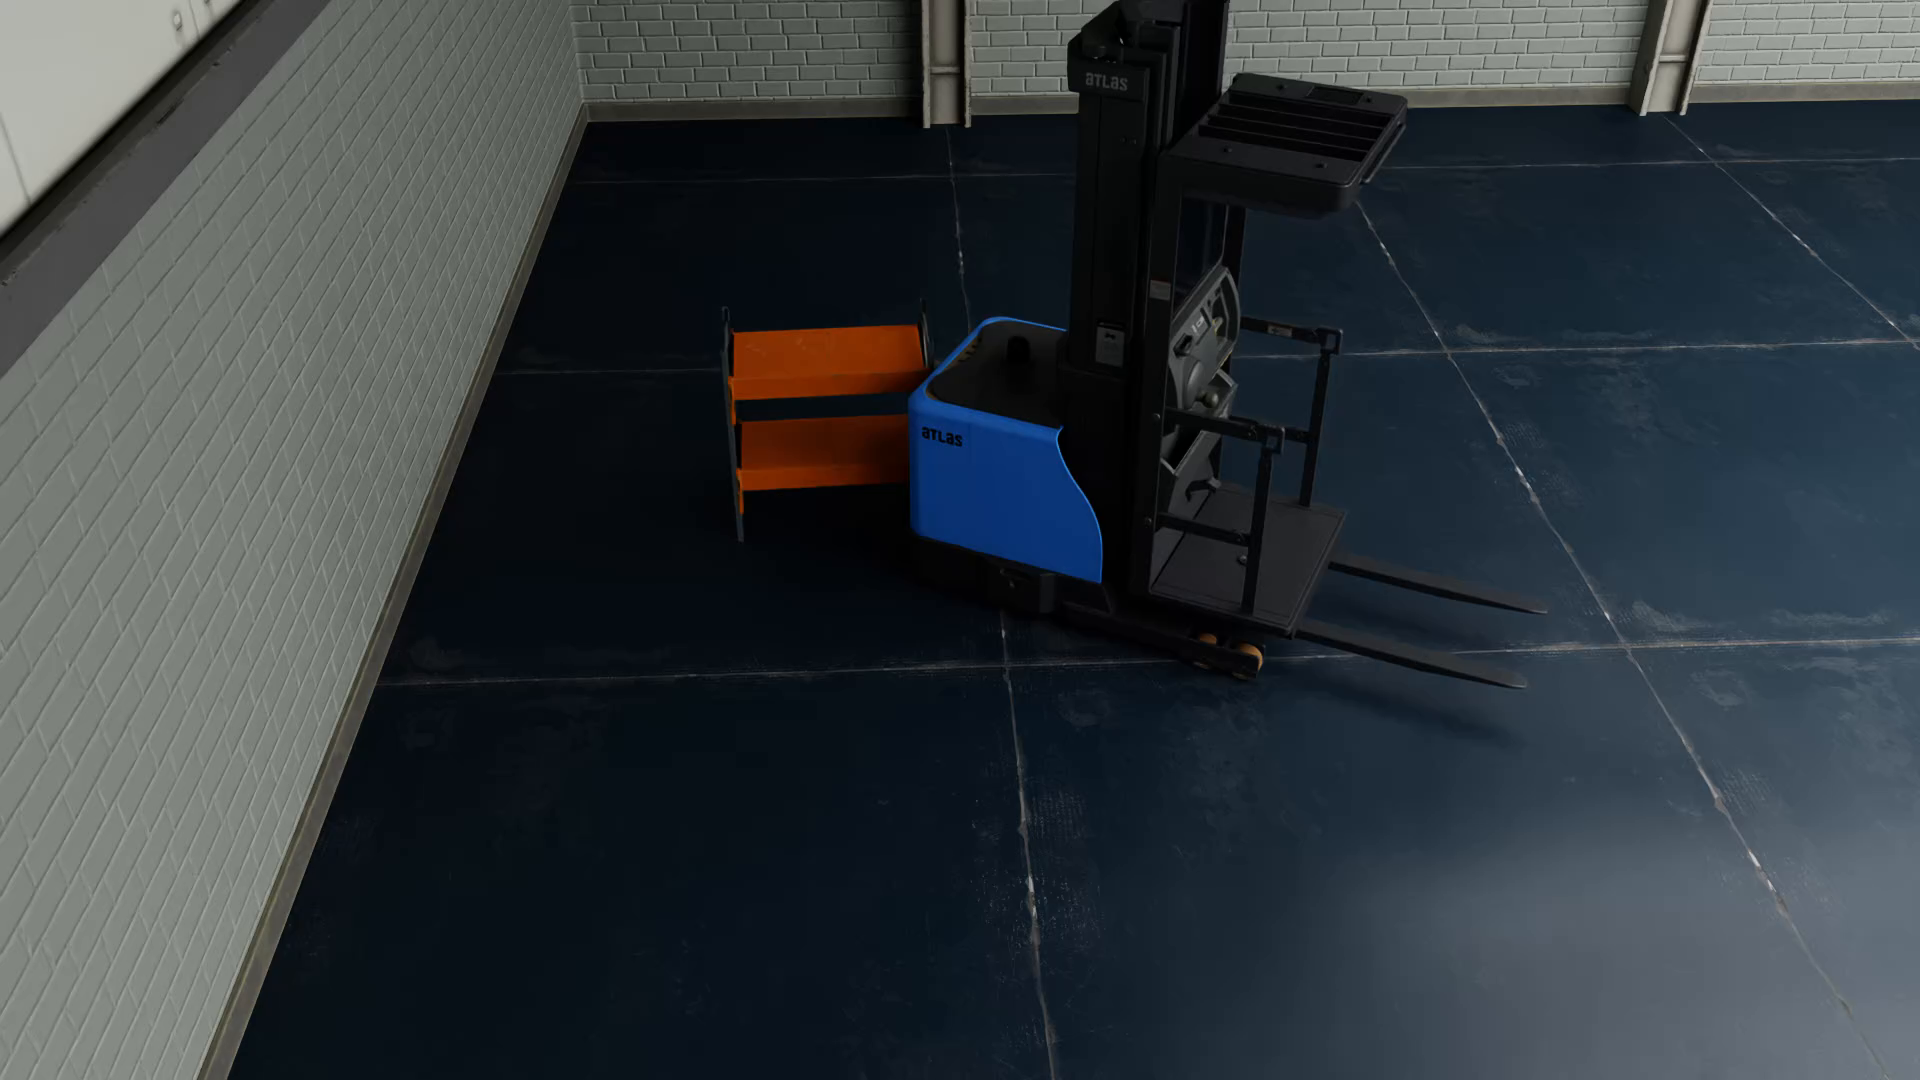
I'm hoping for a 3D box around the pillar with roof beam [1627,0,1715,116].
[{"bbox_3d":[6.082,-4.899,7.957,0.400,9.000,9.100,-2,35,-2],"label":"pillar with roof beam"}]

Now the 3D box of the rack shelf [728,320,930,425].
[{"bbox_3d":[-0.675,-0.864,8.532,1.000,0.278,0.538,-3,35,-5],"label":"rack shelf"}]

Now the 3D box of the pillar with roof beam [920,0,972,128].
[{"bbox_3d":[0.089,-4.737,7.724,0.400,9.000,9.100,-2,35,-2],"label":"pillar with roof beam"}]

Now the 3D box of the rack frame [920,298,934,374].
[{"bbox_3d":[-0.169,-0.651,8.739,0.032,1.125,0.500,-3,35,-5],"label":"rack frame"}]

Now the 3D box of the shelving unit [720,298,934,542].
[{"bbox_3d":[-0.675,-0.623,8.698,1.048,1.125,0.538,-3,35,-5],"label":"shelving unit"}]

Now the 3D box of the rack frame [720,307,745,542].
[{"bbox_3d":[-1.181,-0.595,8.657,0.032,1.125,0.500,-3,35,-5],"label":"rack frame"}]

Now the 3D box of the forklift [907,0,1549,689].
[{"bbox_3d":[1.296,-0.895,7.504,3.031,2.935,1.130,15,37,20],"label":"forklift"}]

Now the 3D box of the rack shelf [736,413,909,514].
[{"bbox_3d":[-0.675,-0.422,8.837,1.000,0.278,0.538,-3,35,-5],"label":"rack shelf"}]
